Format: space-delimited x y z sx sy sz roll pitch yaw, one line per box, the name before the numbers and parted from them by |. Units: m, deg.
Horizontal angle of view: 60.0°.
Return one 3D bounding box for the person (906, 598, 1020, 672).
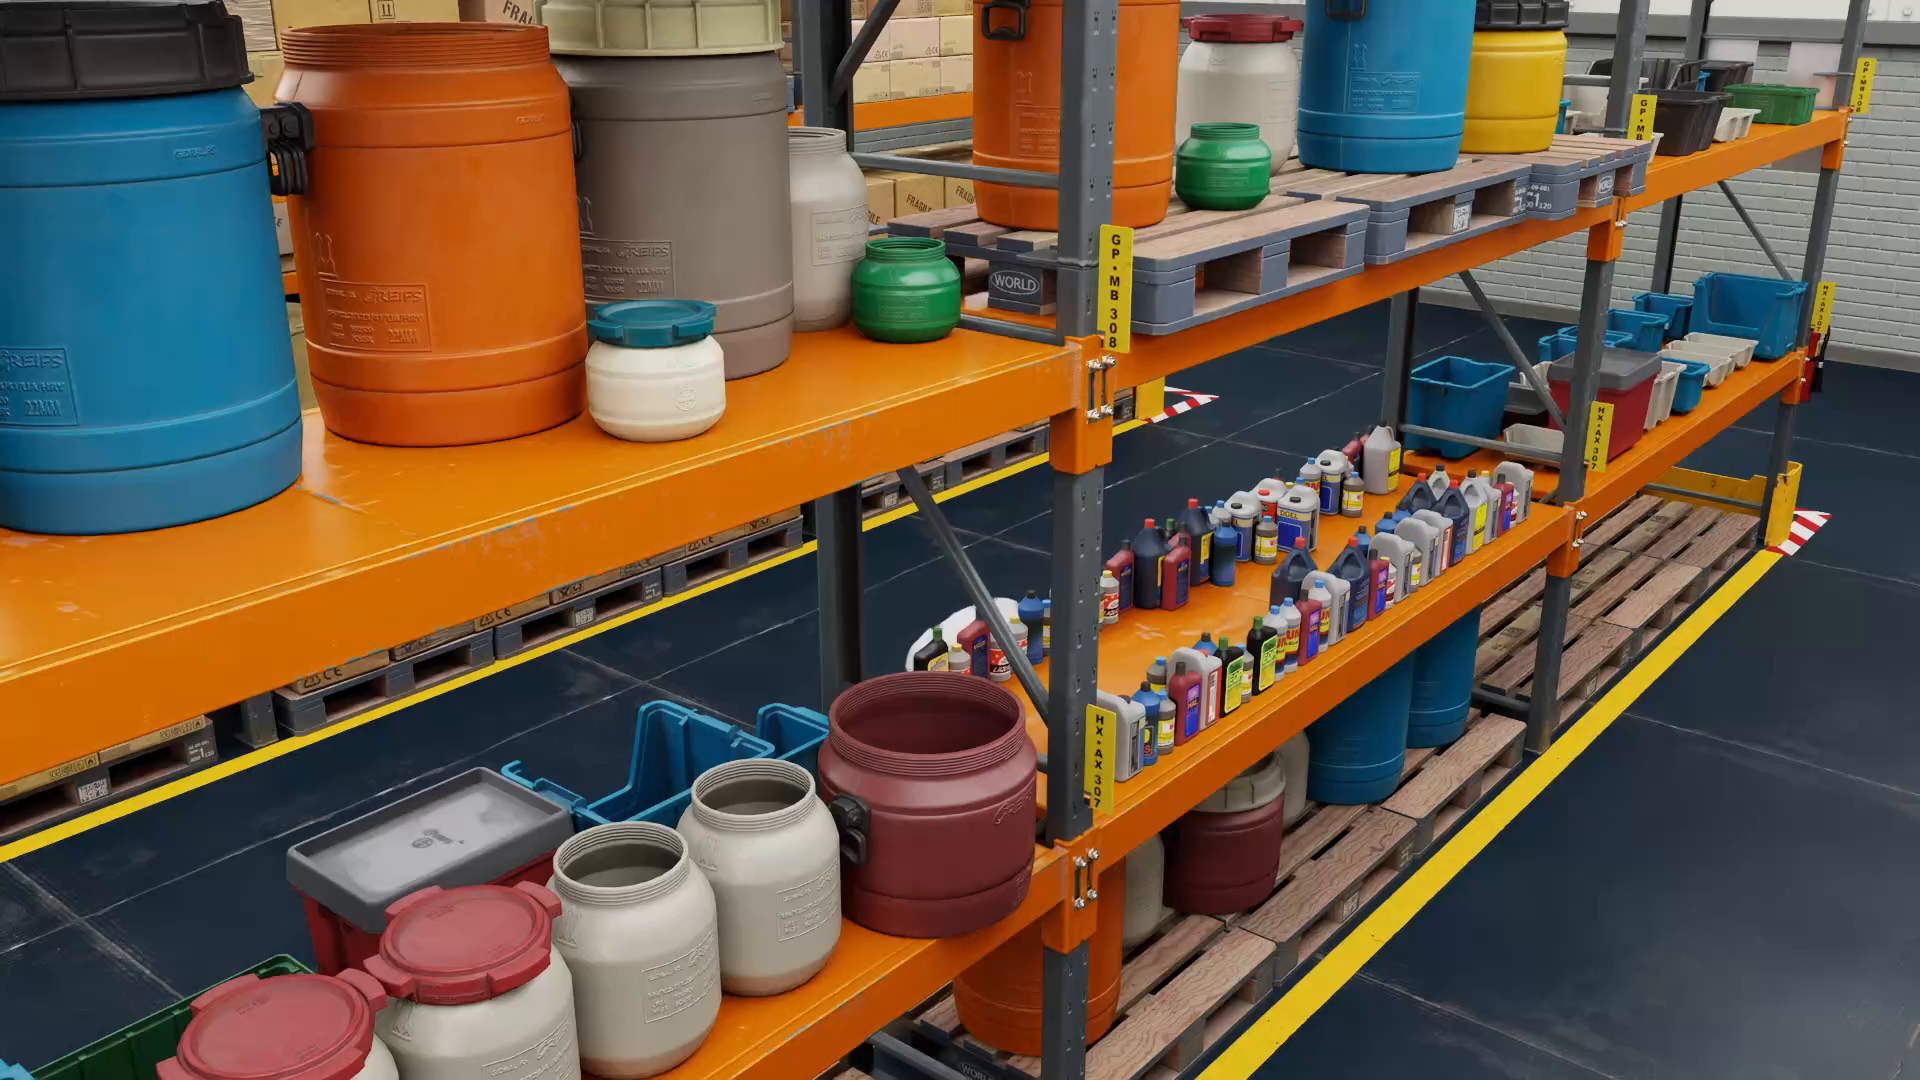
person | 0.085 0.788 7.508 0.535 1.011 0.958 14 24 34
